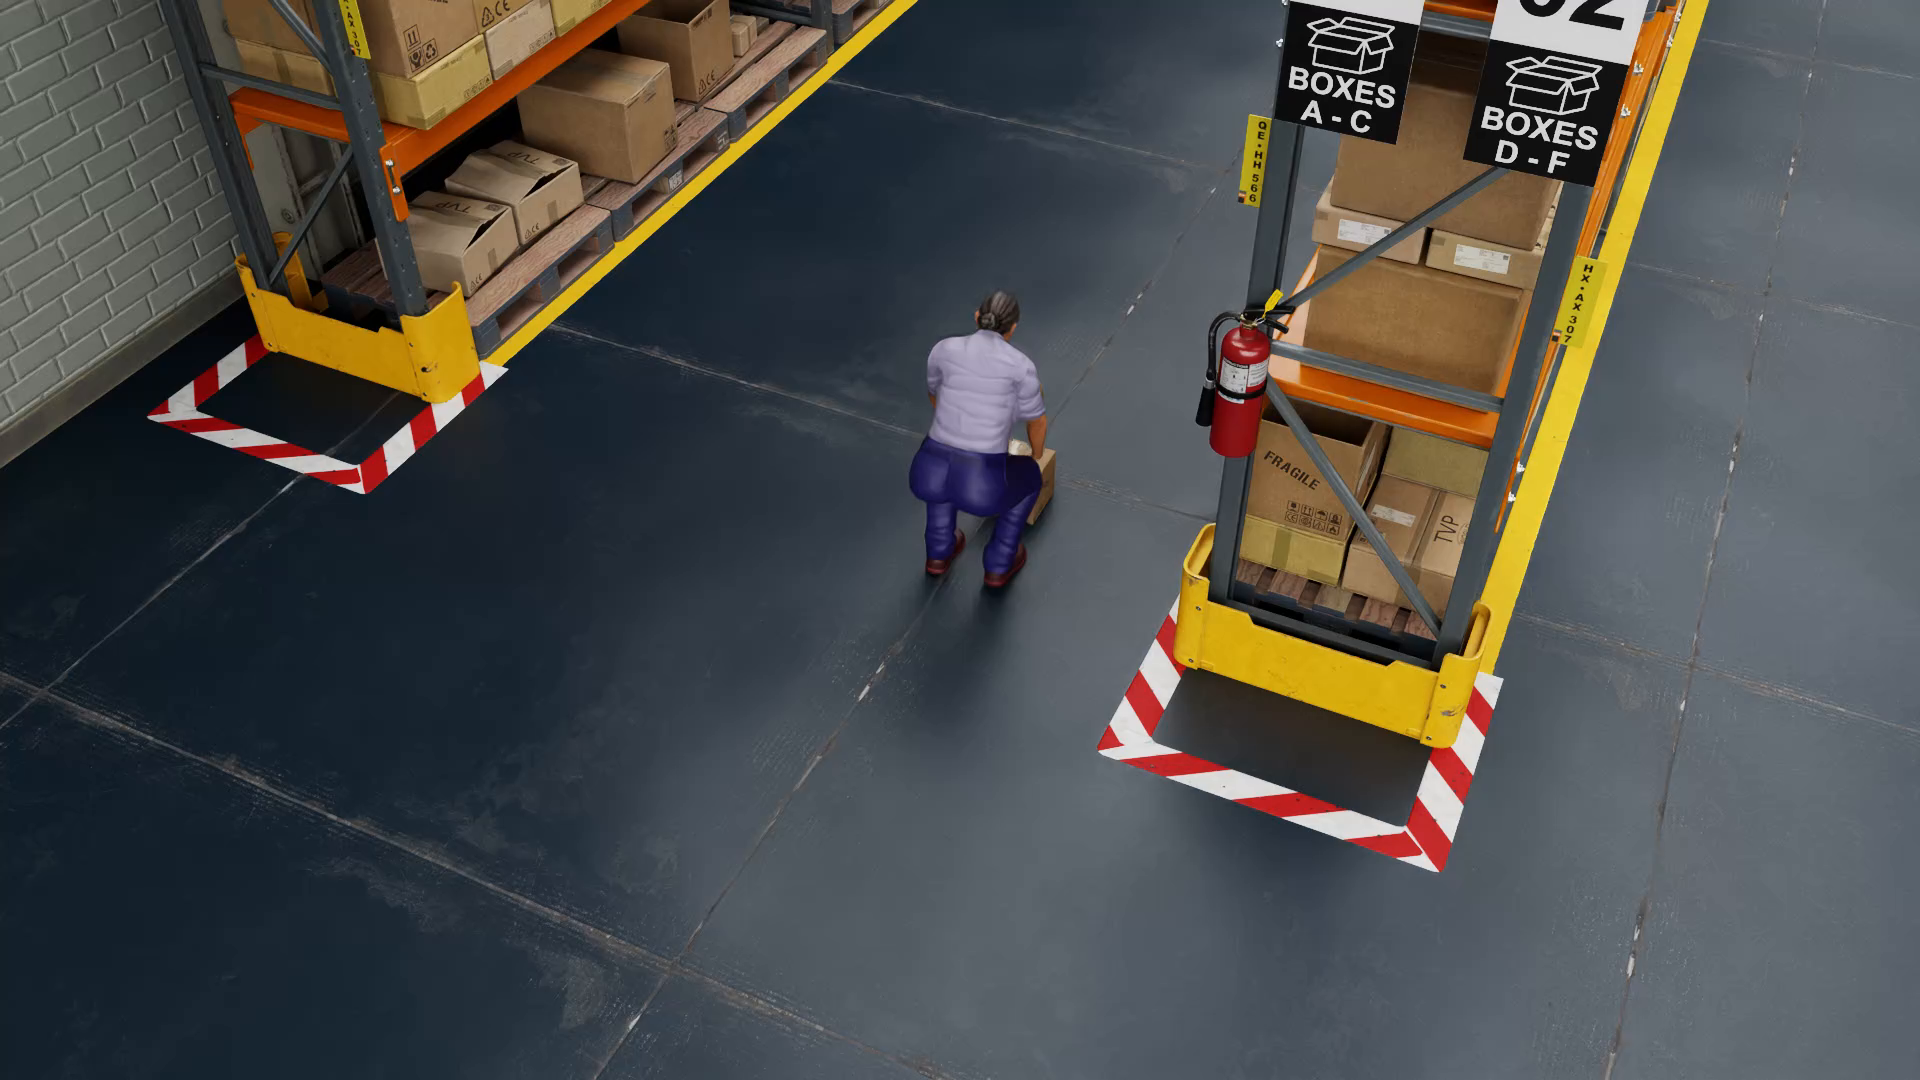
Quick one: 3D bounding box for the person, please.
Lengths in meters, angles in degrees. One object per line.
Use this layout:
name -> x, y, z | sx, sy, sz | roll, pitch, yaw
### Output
person -> 0.055, -0.375, 6.925 | 0.531, 1.197, 0.741 | 17, 45, 18
